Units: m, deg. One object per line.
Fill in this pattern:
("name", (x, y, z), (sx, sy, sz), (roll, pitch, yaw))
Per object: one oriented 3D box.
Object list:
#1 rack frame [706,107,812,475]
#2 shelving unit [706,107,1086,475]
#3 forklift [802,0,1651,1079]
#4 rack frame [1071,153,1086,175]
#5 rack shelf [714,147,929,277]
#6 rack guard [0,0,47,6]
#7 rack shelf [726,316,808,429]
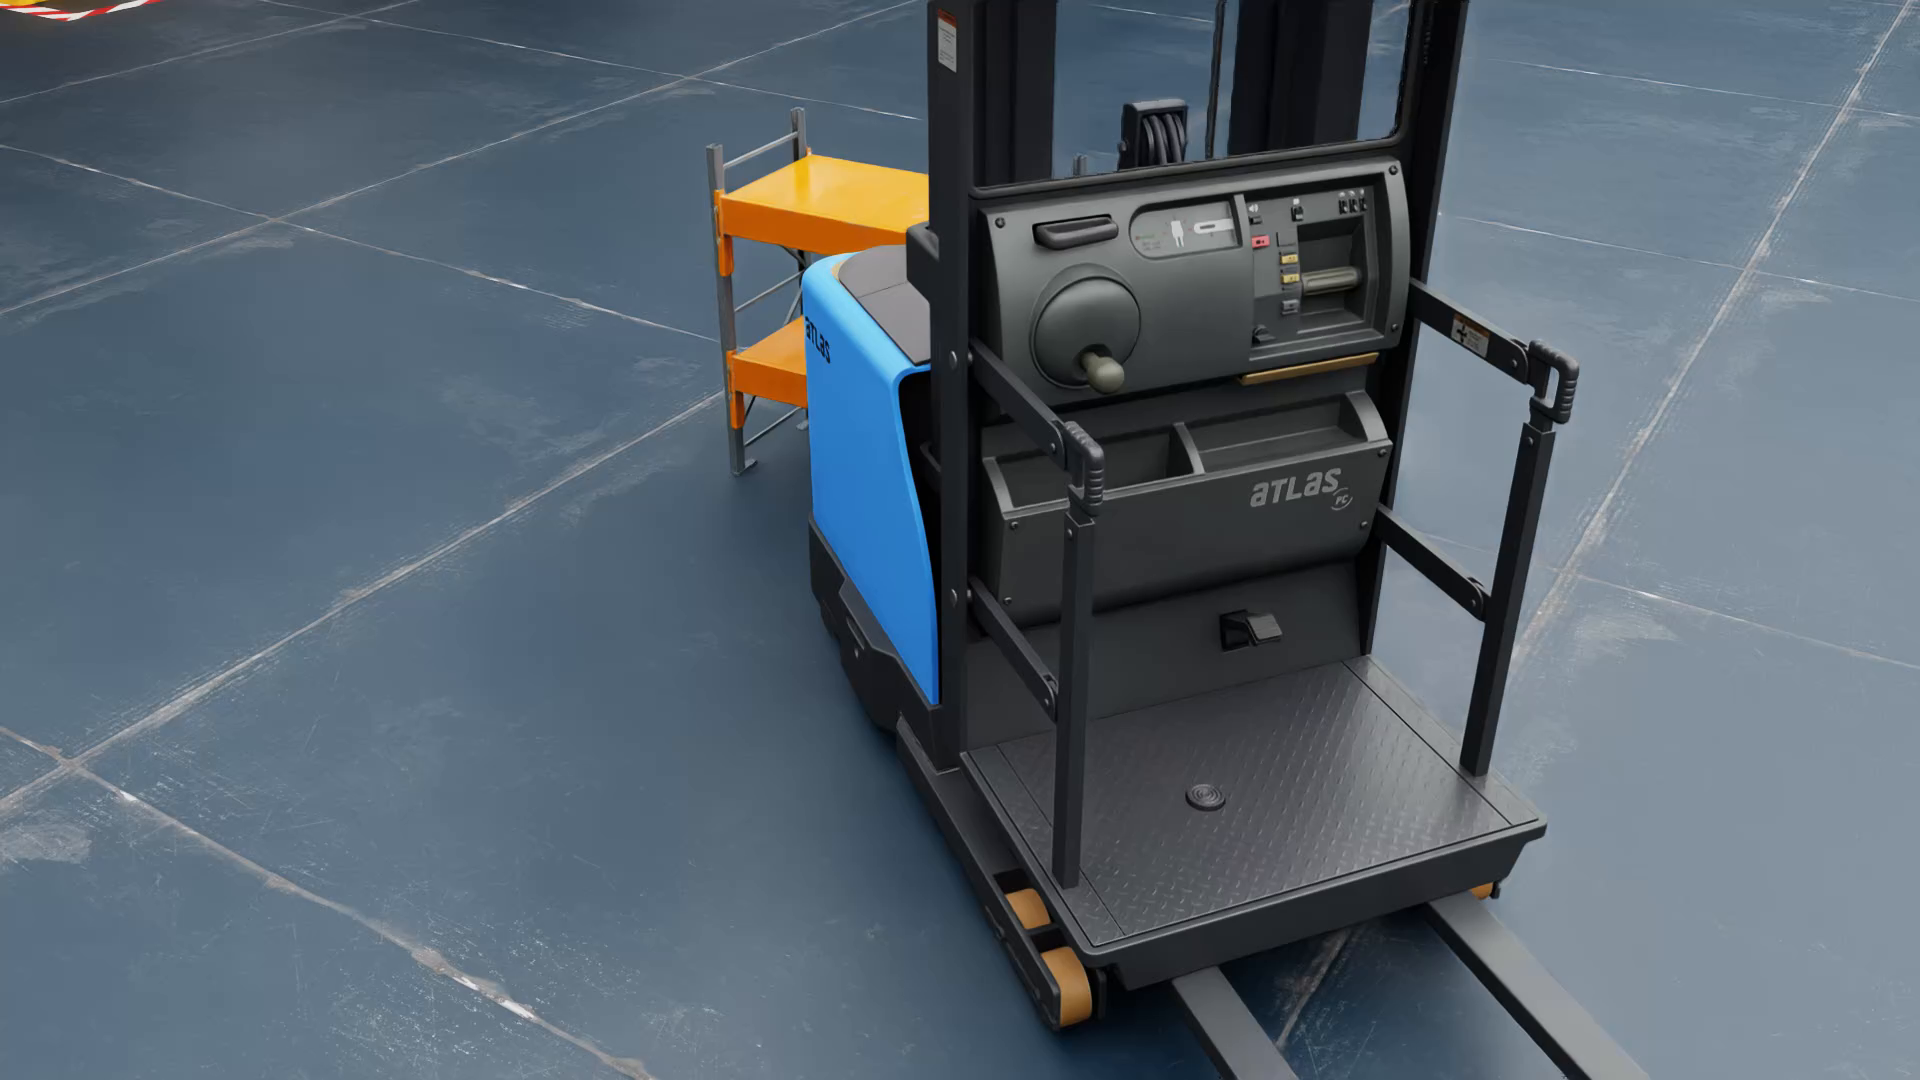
("rack frame", (-0.642, -0.818, 5.537), (0.032, 1.125, 0.500), (16, 34, 25))
("shelving unit", (-0.197, -0.694, 5.323), (1.048, 1.125, 0.538), (16, 34, 25))
("forklift", (0.575, -0.484, 3.170), (1.130, 2.935, 3.031), (-11, 32, -18))
("rack frame", (0.247, -0.570, 5.110), (0.032, 1.125, 0.500), (16, 34, 25))
("rack shelf", (-0.197, -0.947, 5.176), (1.000, 0.278, 0.538), (16, 34, 25))
("rack guard", (-6.438, -4.251, 12.040), (0.348, 0.500, 1.175), (18, 35, 27))
("rack shelf", (-0.197, -0.483, 5.447), (1.000, 0.278, 0.538), (16, 34, 25))
